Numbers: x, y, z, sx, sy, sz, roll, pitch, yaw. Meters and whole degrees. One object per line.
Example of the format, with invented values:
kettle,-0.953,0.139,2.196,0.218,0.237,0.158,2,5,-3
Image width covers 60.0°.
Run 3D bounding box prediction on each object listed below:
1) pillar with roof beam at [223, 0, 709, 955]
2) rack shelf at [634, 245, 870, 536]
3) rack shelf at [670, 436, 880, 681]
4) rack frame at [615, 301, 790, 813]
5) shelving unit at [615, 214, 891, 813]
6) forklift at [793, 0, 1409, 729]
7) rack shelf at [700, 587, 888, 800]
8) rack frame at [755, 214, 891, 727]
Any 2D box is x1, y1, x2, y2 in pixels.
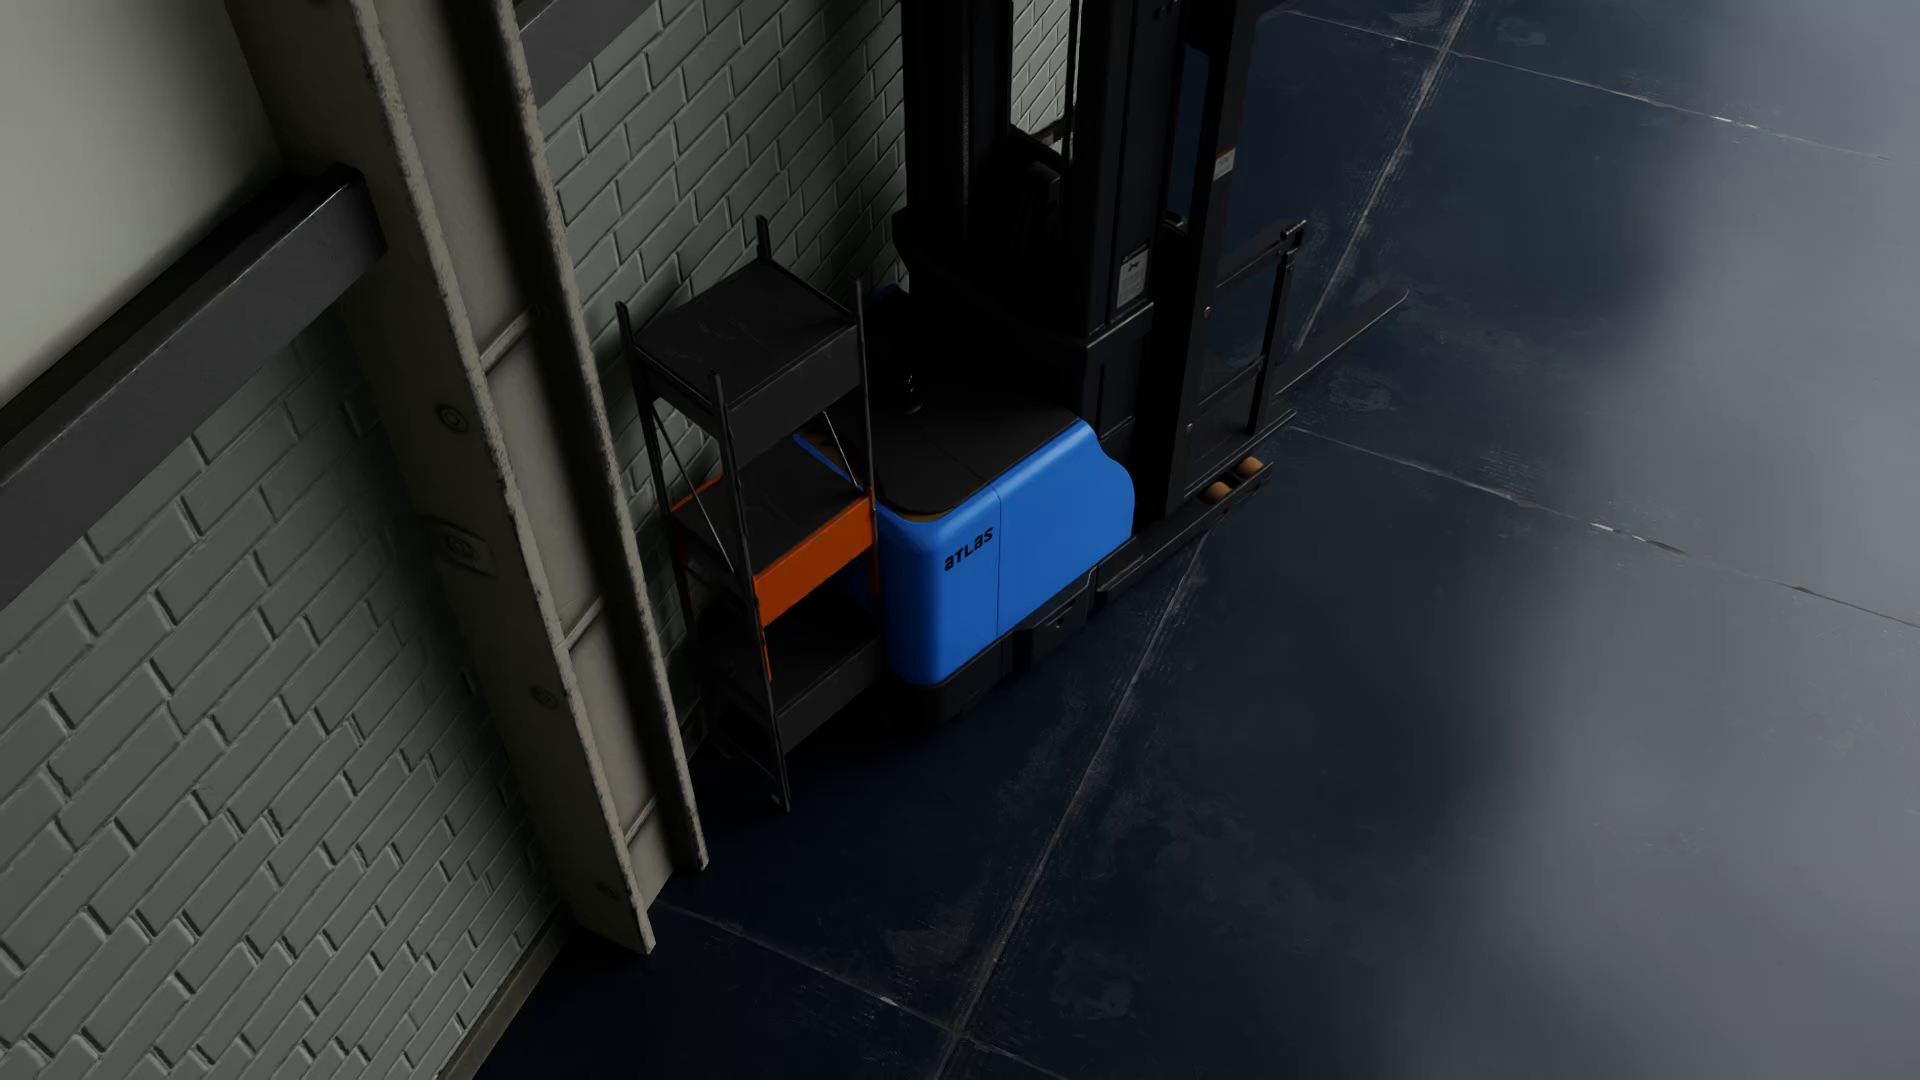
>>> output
pillar with roof beam,2.821,-0.347,0.952,9.100,9.000,0.400,20,52,16
rack shelf,-0.579,-0.417,4.637,0.431,0.518,0.480,36,59,27
rack shelf,-0.575,0.034,5.173,0.431,0.518,0.480,36,59,27
rack frame,-0.744,0.160,5.050,0.400,2.100,0.015,36,59,27
shelving unit,-0.575,0.025,5.162,0.431,2.100,0.503,36,59,27
forklift,0.614,-1.280,5.730,3.031,2.935,1.130,-36,58,-26
rack shelf,-0.570,0.484,5.708,0.431,0.518,0.480,36,59,27
rack frame,-0.405,-0.110,5.274,0.400,2.100,0.015,36,59,27
